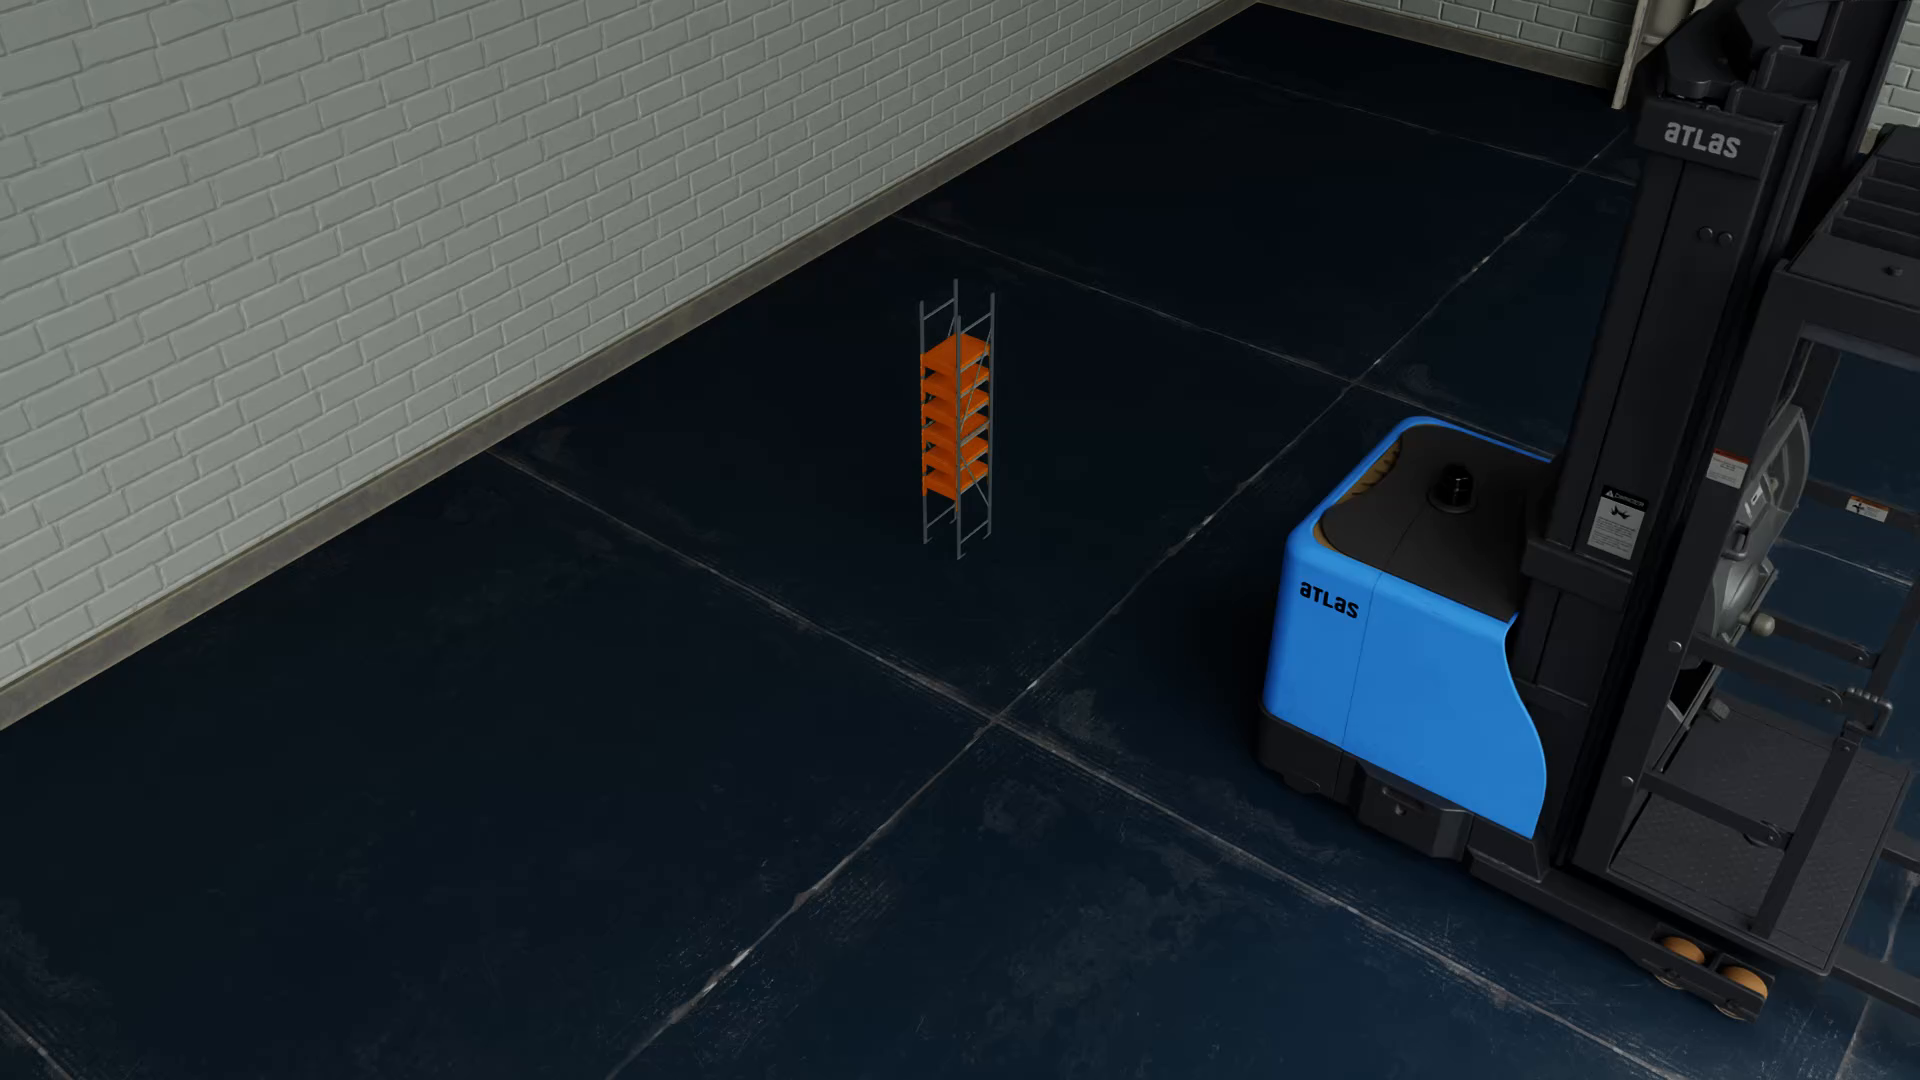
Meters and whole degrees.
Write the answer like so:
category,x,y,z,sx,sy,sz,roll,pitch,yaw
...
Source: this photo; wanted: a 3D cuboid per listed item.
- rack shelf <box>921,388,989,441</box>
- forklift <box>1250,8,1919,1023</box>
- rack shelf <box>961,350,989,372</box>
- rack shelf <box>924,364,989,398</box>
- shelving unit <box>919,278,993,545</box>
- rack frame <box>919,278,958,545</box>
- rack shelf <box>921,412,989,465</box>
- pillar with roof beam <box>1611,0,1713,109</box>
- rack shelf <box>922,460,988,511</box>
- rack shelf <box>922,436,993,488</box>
category,x,y,z,sx,sy,sz,roll,pitch,yaw
rack shelf,-0.011,-0.537,6.840,0.180,0.103,0.258,25,45,29
forklift,2.554,0.050,4.917,3.031,2.797,1.129,25,45,28
rack shelf,-0.011,-0.742,6.680,0.166,0.020,0.199,25,45,29
rack shelf,-0.011,-0.653,6.750,0.171,0.034,0.221,25,45,29
shelving unit,-0.013,-0.479,6.888,0.184,1.200,0.258,25,45,29
rack frame,-0.084,-0.512,6.931,0.006,1.200,0.240,25,45,29
rack shelf,-0.011,-0.443,6.914,0.180,0.103,0.258,25,45,29
pillar with roof beam,1.884,-4.262,5.394,0.400,9.000,9.100,25,45,29
rack shelf,-0.011,-0.254,7.062,0.180,0.103,0.258,25,45,29
rack shelf,-0.011,-0.348,6.988,0.180,0.103,0.258,25,45,29
